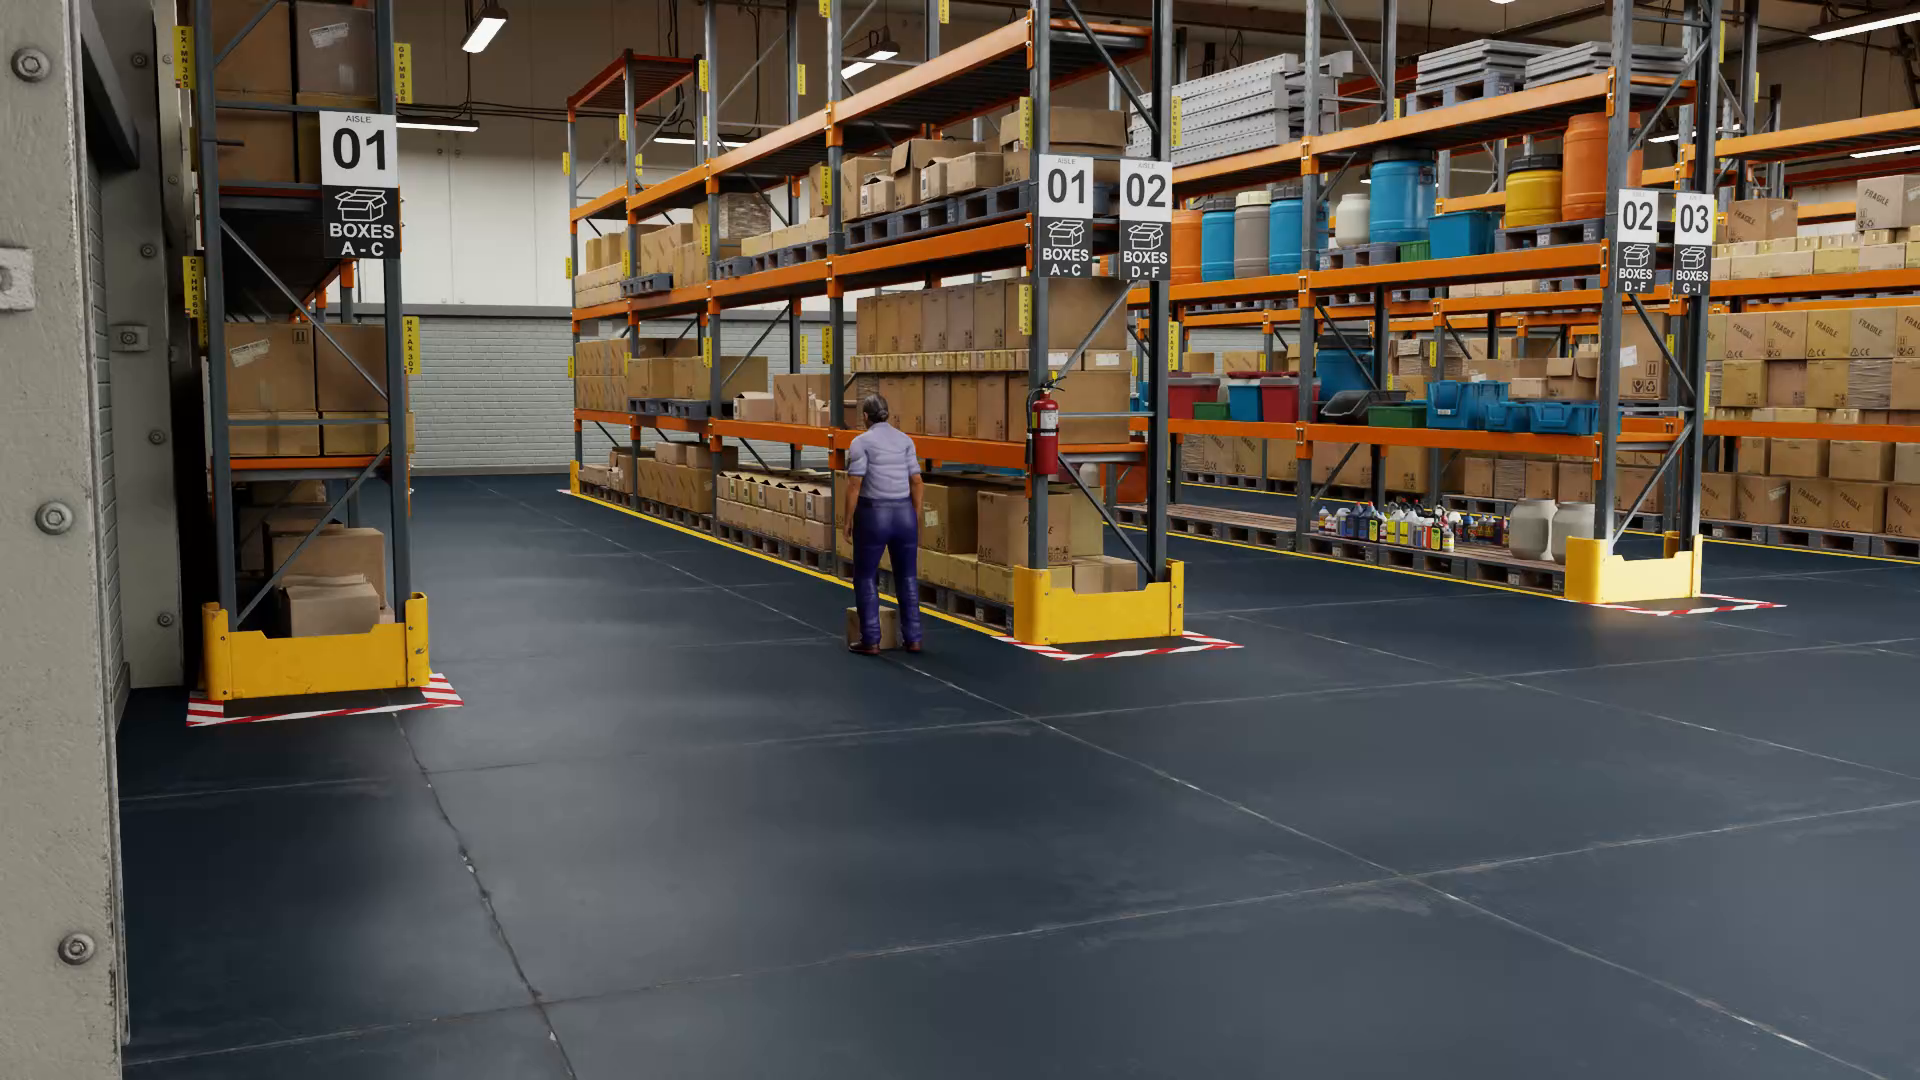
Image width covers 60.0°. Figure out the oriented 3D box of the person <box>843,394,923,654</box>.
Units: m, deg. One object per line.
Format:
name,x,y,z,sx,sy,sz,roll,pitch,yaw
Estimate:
person,-0.477,-0.101,10.597,0.557,1.652,0.367,-3,6,-26
